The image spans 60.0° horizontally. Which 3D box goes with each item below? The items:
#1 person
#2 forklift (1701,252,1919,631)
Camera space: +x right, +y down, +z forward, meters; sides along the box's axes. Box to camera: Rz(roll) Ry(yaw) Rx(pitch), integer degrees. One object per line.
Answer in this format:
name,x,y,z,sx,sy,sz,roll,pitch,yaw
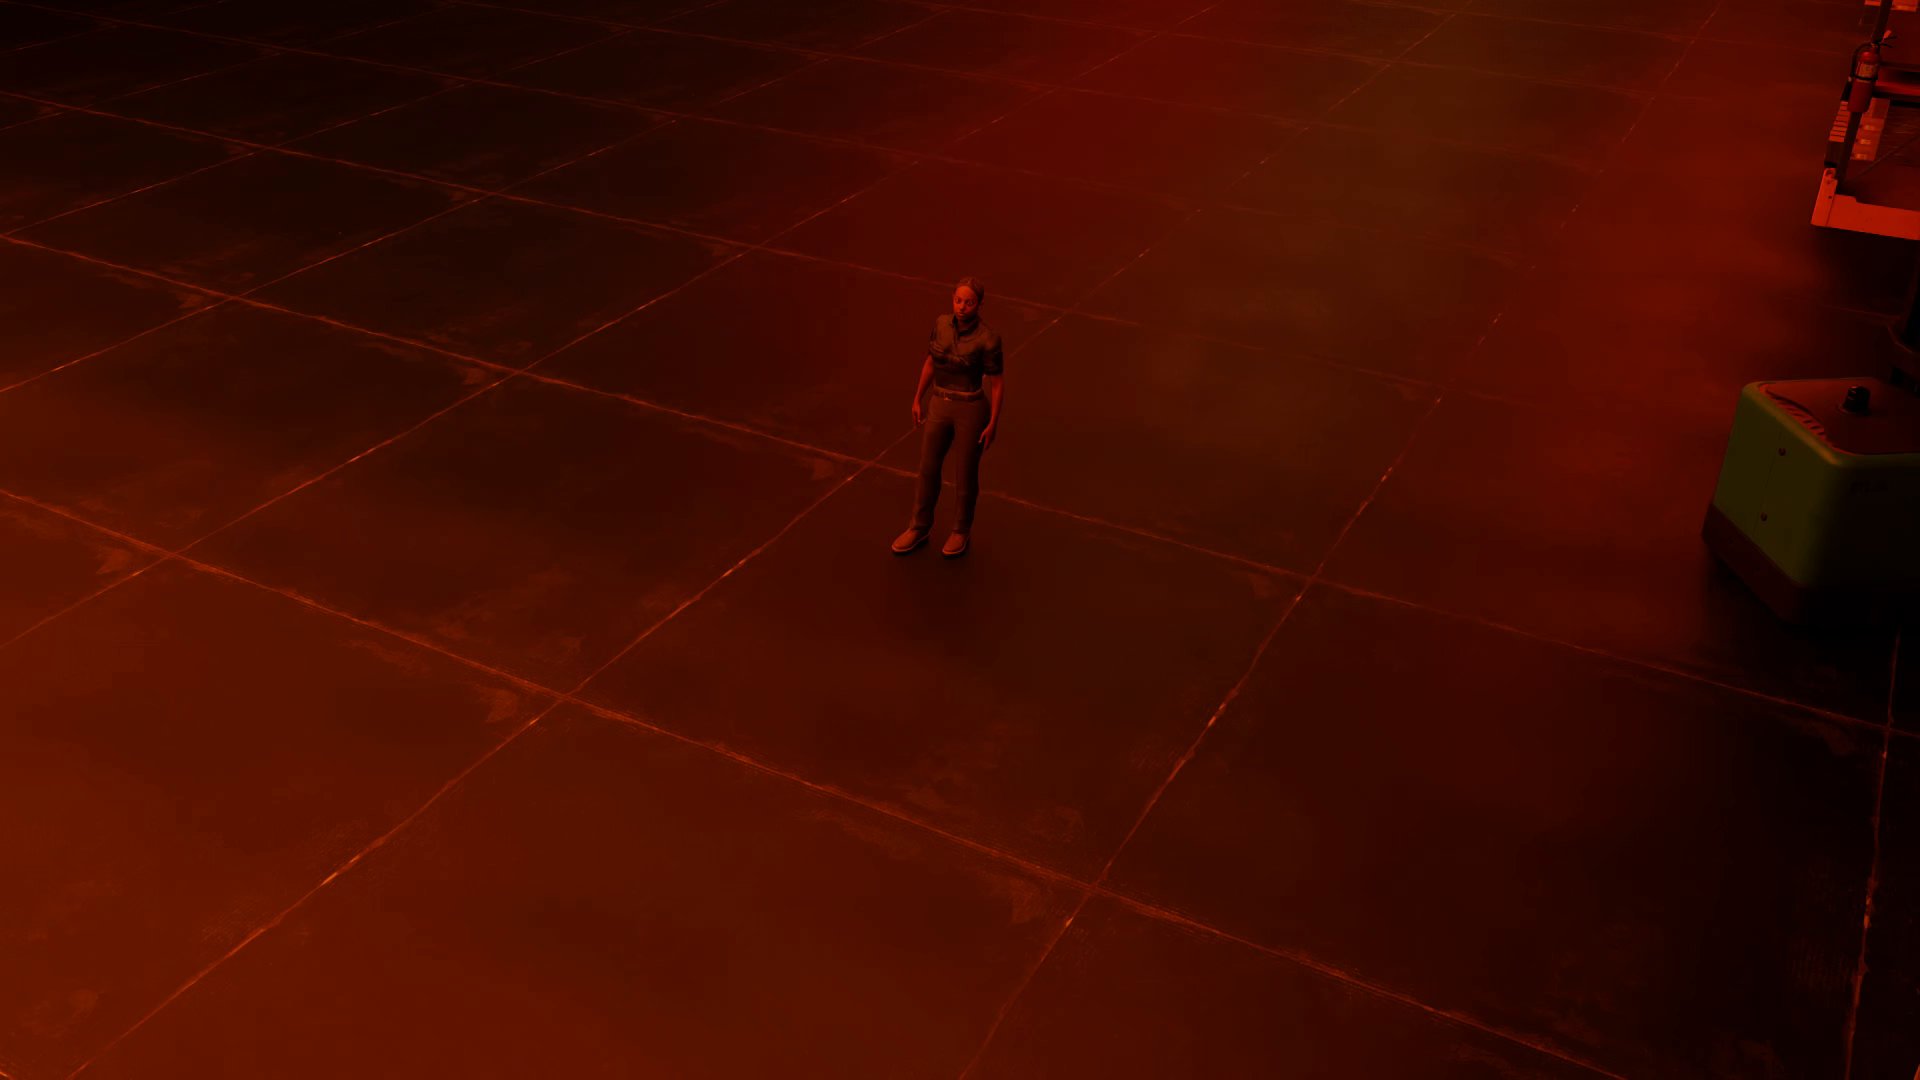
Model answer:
person,-0.060,-0.689,9.528,0.569,1.654,0.504,15,33,25
forklift,5.954,-1.074,8.932,3.031,2.935,1.130,-3,30,-5
